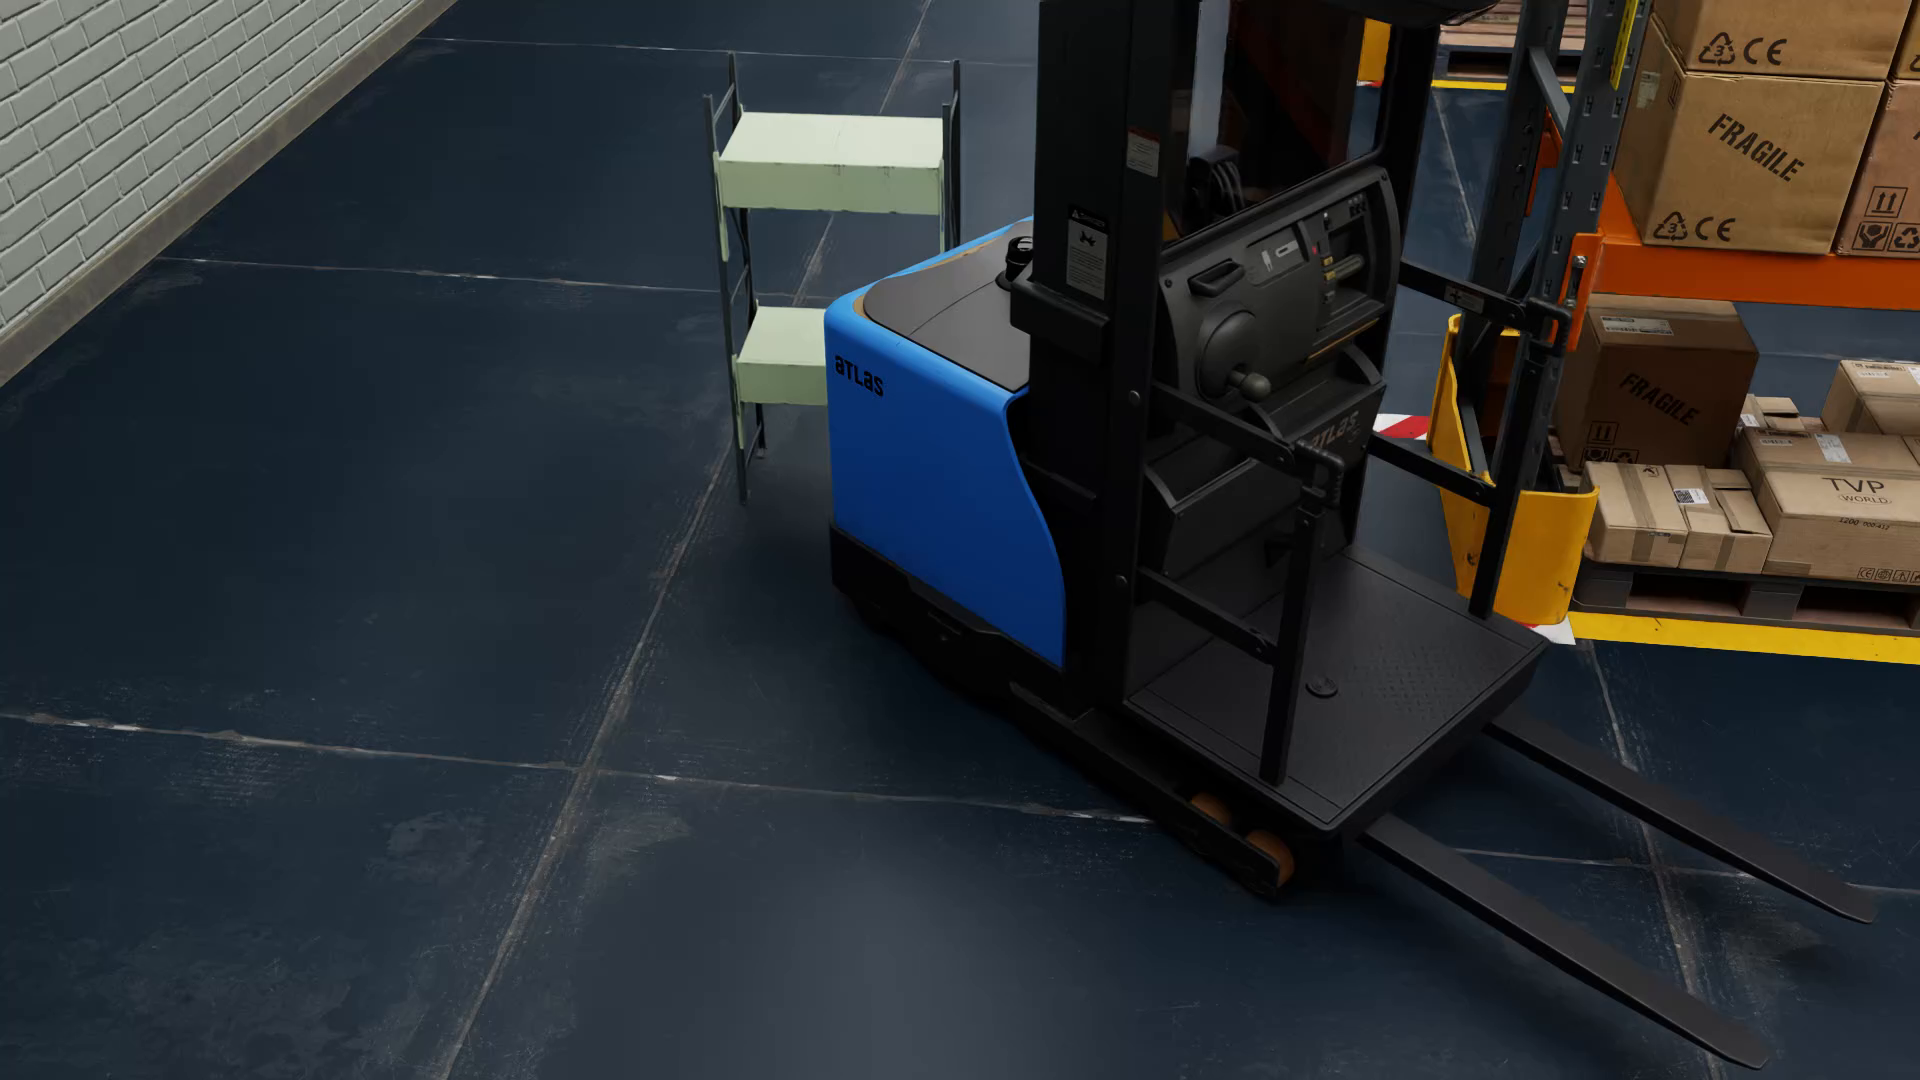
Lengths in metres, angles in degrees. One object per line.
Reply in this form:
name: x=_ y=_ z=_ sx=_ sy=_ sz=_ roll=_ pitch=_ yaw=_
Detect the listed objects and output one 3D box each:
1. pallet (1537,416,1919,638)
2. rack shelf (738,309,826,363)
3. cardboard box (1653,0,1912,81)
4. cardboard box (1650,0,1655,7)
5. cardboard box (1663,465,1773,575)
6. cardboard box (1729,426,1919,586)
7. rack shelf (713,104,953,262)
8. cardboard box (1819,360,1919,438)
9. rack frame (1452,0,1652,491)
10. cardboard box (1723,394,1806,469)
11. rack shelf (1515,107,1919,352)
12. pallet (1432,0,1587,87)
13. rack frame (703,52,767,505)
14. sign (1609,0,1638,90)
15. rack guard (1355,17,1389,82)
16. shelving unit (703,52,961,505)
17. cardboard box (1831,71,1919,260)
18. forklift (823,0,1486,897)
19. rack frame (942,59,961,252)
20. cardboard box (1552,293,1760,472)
pallet: x=2.658 y=-0.097 z=5.705 sx=1.213 sy=0.211 sz=1.003 roll=4 pitch=36 yaw=6
rack shelf: x=-0.390 y=-0.647 z=5.758 sx=0.686 sy=0.124 sz=0.368 roll=3 pitch=36 yaw=4
cardboard box: x=2.198 y=-1.559 z=4.406 sx=0.500 sy=0.500 sz=0.500 roll=5 pitch=36 yaw=7
cardboard box: x=2.268 y=-1.870 z=4.841 sx=0.500 sy=0.500 sz=0.500 roll=4 pitch=36 yaw=6
cardboard box: x=2.411 y=-0.075 z=5.333 sx=0.250 sy=0.166 sz=0.380 roll=4 pitch=36 yaw=6
cardboard box: x=2.790 y=-0.116 z=5.318 sx=0.500 sy=0.250 sz=0.500 roll=4 pitch=36 yaw=6
rack shelf: x=-0.390 y=-1.150 z=5.398 sx=0.720 sy=0.370 sz=0.431 roll=3 pitch=36 yaw=4
cardboard box: x=3.300 y=-0.370 z=5.675 sx=0.500 sy=0.250 sz=0.500 roll=4 pitch=36 yaw=6
rack frame: x=1.791 y=-1.296 z=4.984 sx=0.127 sy=3.000 sz=1.000 roll=4 pitch=36 yaw=6
cardboard box: x=2.752 y=-0.342 z=5.708 sx=0.250 sy=0.166 sz=0.380 roll=4 pitch=36 yaw=6
rack shelf: x=3.775 y=-0.856 z=4.986 sx=4.000 sy=0.370 sz=1.077 roll=4 pitch=36 yaw=6
pallet: x=3.239 y=-2.932 z=9.676 sx=1.213 sy=0.211 sz=1.003 roll=4 pitch=36 yaw=6
rack frame: x=-0.754 y=-0.851 z=5.651 sx=0.023 sy=1.500 sz=0.400 roll=3 pitch=36 yaw=4
sign: x=1.722 y=-1.336 z=4.295 sx=0.005 sy=0.325 sz=0.100 roll=4 pitch=36 yaw=6
rack guard: x=2.400 y=-3.127 z=9.701 sx=0.348 sy=0.500 sz=1.175 roll=4 pitch=36 yaw=6
shelving unit: x=-0.390 y=-0.832 z=5.625 sx=0.755 sy=1.500 sz=0.431 roll=3 pitch=36 yaw=4
cardboard box: x=2.710 y=-1.117 z=4.647 sx=0.500 sy=0.500 sz=0.500 roll=4 pitch=36 yaw=5
forklift: x=0.968 y=-0.594 z=4.060 sx=1.130 sy=2.935 sz=3.031 roll=-29 pitch=45 yaw=-35
rack frame: x=-0.025 y=-0.814 z=5.599 sx=0.023 sy=1.500 sz=0.400 roll=3 pitch=36 yaw=4
cardboard box: x=2.362 y=-0.560 z=5.725 sx=0.500 sy=0.500 sz=0.500 roll=4 pitch=36 yaw=6
